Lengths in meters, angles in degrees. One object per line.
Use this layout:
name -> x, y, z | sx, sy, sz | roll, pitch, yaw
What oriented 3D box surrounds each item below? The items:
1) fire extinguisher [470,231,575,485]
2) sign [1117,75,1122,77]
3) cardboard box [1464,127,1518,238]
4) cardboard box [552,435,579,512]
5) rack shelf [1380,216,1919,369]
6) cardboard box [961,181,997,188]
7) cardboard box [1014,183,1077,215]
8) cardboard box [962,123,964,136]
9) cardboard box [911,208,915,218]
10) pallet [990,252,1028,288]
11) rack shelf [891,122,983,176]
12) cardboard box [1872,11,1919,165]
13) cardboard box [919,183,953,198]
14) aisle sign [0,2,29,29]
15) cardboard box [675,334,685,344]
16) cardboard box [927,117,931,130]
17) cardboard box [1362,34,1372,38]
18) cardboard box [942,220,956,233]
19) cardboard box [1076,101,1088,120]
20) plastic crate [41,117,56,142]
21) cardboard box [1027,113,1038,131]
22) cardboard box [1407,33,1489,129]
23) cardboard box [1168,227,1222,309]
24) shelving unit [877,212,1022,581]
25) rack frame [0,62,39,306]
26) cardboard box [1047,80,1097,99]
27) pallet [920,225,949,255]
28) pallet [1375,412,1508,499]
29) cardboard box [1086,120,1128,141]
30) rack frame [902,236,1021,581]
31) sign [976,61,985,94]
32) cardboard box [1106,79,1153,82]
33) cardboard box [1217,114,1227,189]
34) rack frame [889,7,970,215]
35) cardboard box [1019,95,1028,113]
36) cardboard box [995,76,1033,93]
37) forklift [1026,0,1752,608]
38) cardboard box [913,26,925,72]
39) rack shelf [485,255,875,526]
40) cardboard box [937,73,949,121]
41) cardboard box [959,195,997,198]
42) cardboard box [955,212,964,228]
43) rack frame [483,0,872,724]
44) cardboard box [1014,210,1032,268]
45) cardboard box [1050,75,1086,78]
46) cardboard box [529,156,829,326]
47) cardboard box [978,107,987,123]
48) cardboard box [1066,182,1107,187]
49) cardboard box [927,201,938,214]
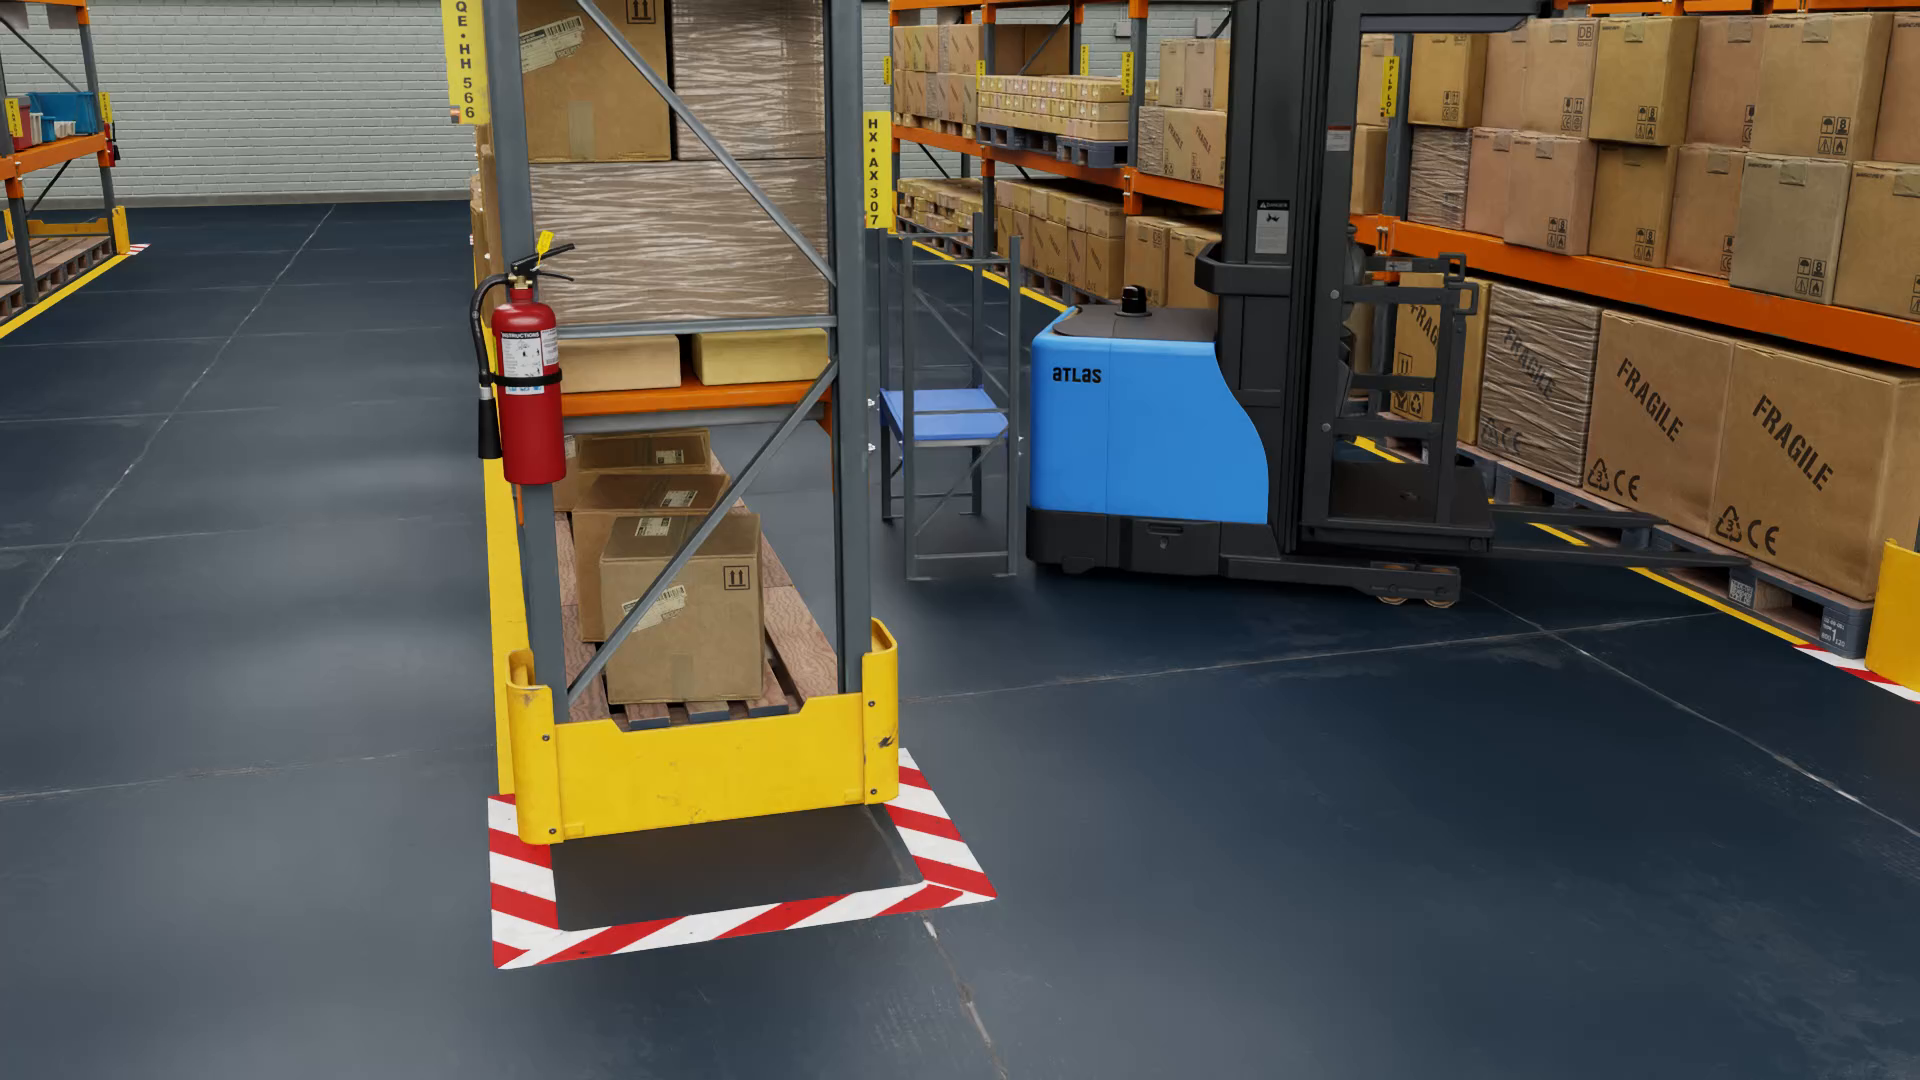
fire extinguisher -> -1.178, -0.494, 4.518 | 0.296, 0.674, 0.183 | -5, 17, -15
sign -> 2.729, -7.509, 27.267 | 0.327, 0.218, 0.001 | -5, 17, -15
cardboard box -> 3.217, -1.891, 8.771 | 0.875, 0.550, 0.550 | -5, 17, -15
cardboard box -> -1.630, -0.438, 7.812 | 0.500, 0.500, 0.500 | 1, 17, 2
rack shelf -> 3.480, -1.172, 7.892 | 1.077, 0.370, 4.000 | -5, 17, -15
cardboard box -> 0.229, -4.248, 20.072 | 0.380, 0.149, 0.250 | -5, 17, -16
cardboard box -> 0.830, -3.274, 15.948 | 0.500, 0.250, 0.500 | -4, 17, -14
cardboard box -> 0.237, -4.365, 17.704 | 0.380, 0.149, 0.250 | -4, 17, -13
cardboard box -> -0.380, -3.989, 20.243 | 0.380, 0.149, 0.250 | -5, 17, -15
pallet -> 0.948, -2.732, 16.681 | 1.003, 0.211, 1.213 | -5, 17, -15
rack shelf -> 0.183, -4.492, 18.942 | 1.077, 0.370, 4.000 | -5, 17, -15
cardboard box -> 3.965, -1.658, 6.121 | 0.875, 0.550, 0.550 | -5, 17, -15
cardboard box -> -0.264, -4.130, 19.678 | 0.380, 0.149, 0.250 | -6, 18, -18
aisle sign -> -10.231, -5.875, 17.778 | 0.394, 0.787, 0.004 | -5, 17, -15
cardboard box -> -0.809, -0.785, 5.789 | 0.380, 0.149, 0.250 | -5, 17, -15
cardboard box -> -0.166, -4.800, 19.153 | 0.380, 0.149, 0.250 | -5, 17, -16
cardboard box -> 4.856, -5.886, 19.294 | 0.380, 0.149, 0.250 | -5, 17, -16
cardboard box -> 0.012, -3.487, 18.571 | 0.380, 0.149, 0.250 | -5, 17, -15
cardboard box -> 1.183, -3.574, 13.826 | 0.380, 0.149, 0.250 | -4, 17, -13
plastic crate -> -9.115, -4.034, 16.356 | 0.416, 0.233, 0.300 | -5, 17, -15
cardboard box -> 0.828, -3.788, 15.055 | 0.380, 0.149, 0.250 | -6, 18, -18
cardboard box -> 2.999, -2.554, 9.104 | 0.875, 0.550, 0.550 | -5, 17, -15
cardboard box -> 2.156, -1.883, 12.188 | 1.050, 0.750, 0.750 | -4, 17, -14
shelving unit -> -0.068, -0.695, 7.658 | 0.538, 1.500, 1.048 | -2, 17, -8
rack frame -> -8.827, -3.527, 14.481 | 1.000, 3.000, 0.127 | -5, 17, -15
cardboard box -> 0.980, -3.924, 14.475 | 0.380, 0.149, 0.250 | -5, 17, -15
pallet -> 0.175, -3.469, 19.132 | 1.003, 0.211, 1.213 | -5, 17, -15
pallet -> 3.065, -0.518, 9.310 | 1.003, 0.211, 1.213 | -5, 17, -15
cardboard box -> 1.254, -3.358, 13.622 | 0.380, 0.149, 0.250 | -4, 17, -14
rack frame -> 0.006, -0.550, 7.176 | 0.500, 1.500, 0.032 | -2, 17, -8
sign -> 0.213, -4.653, 16.722 | 0.100, 0.325, 0.005 | -5, 17, -15
cardboard box -> 1.528, -4.049, 14.890 | 0.380, 0.149, 0.250 | -4, 17, -14
cardboard box -> 2.111, -2.661, 11.423 | 0.500, 0.500, 0.500 | -5, 17, -16
rack frame -> -0.367, -5.389, 20.680 | 1.000, 3.000, 0.127 | -5, 17, -15
cardboard box -> 0.764, -3.998, 15.239 | 0.380, 0.149, 0.250 | -5, 17, -16
cardboard box -> 0.549, -4.356, 15.911 | 0.380, 0.149, 0.250 | -5, 17, -15
forklift -> 1.868, -1.286, 7.137 | 3.031, 2.935, 1.130 | 4, 17, 13
cardboard box -> -0.233, -5.629, 19.048 | 0.500, 0.500, 0.500 | -5, 17, -16
rack shelf -> -1.316, -0.808, 6.679 | 1.077, 0.370, 4.000 | -5, 17, -15
cardboard box -> 0.051, -4.866, 18.247 | 0.500, 0.500, 0.500 | -5, 17, -16
cardboard box -> 0.204, -3.695, 18.231 | 0.380, 0.149, 0.250 | -4, 17, -13
cardboard box -> 0.163, -3.470, 17.998 | 0.380, 0.149, 0.250 | -5, 18, -17
rack frame -> -0.767, -0.600, 4.734 | 1.000, 3.000, 0.127 | -5, 17, -15
cardboard box -> 0.827, -2.915, 16.059 | 0.500, 0.500, 0.500 | -4, 17, -13
cardboard box -> 1.105, -4.479, 16.321 | 0.380, 0.149, 0.250 | -5, 17, -17
cardboard box -> -0.891, -0.944, 5.190 | 0.875, 0.500, 0.500 | -5, 17, -15
cardboard box -> 0.398, -4.218, 16.488 | 0.380, 0.149, 0.250 | -6, 18, -18
cardboard box -> 1.308, -3.317, 16.092 | 0.500, 0.250, 0.500 | -4, 17, -13
cardboard box -> -0.166, -3.916, 19.484 | 0.380, 0.149, 0.250 | -6, 18, -18
